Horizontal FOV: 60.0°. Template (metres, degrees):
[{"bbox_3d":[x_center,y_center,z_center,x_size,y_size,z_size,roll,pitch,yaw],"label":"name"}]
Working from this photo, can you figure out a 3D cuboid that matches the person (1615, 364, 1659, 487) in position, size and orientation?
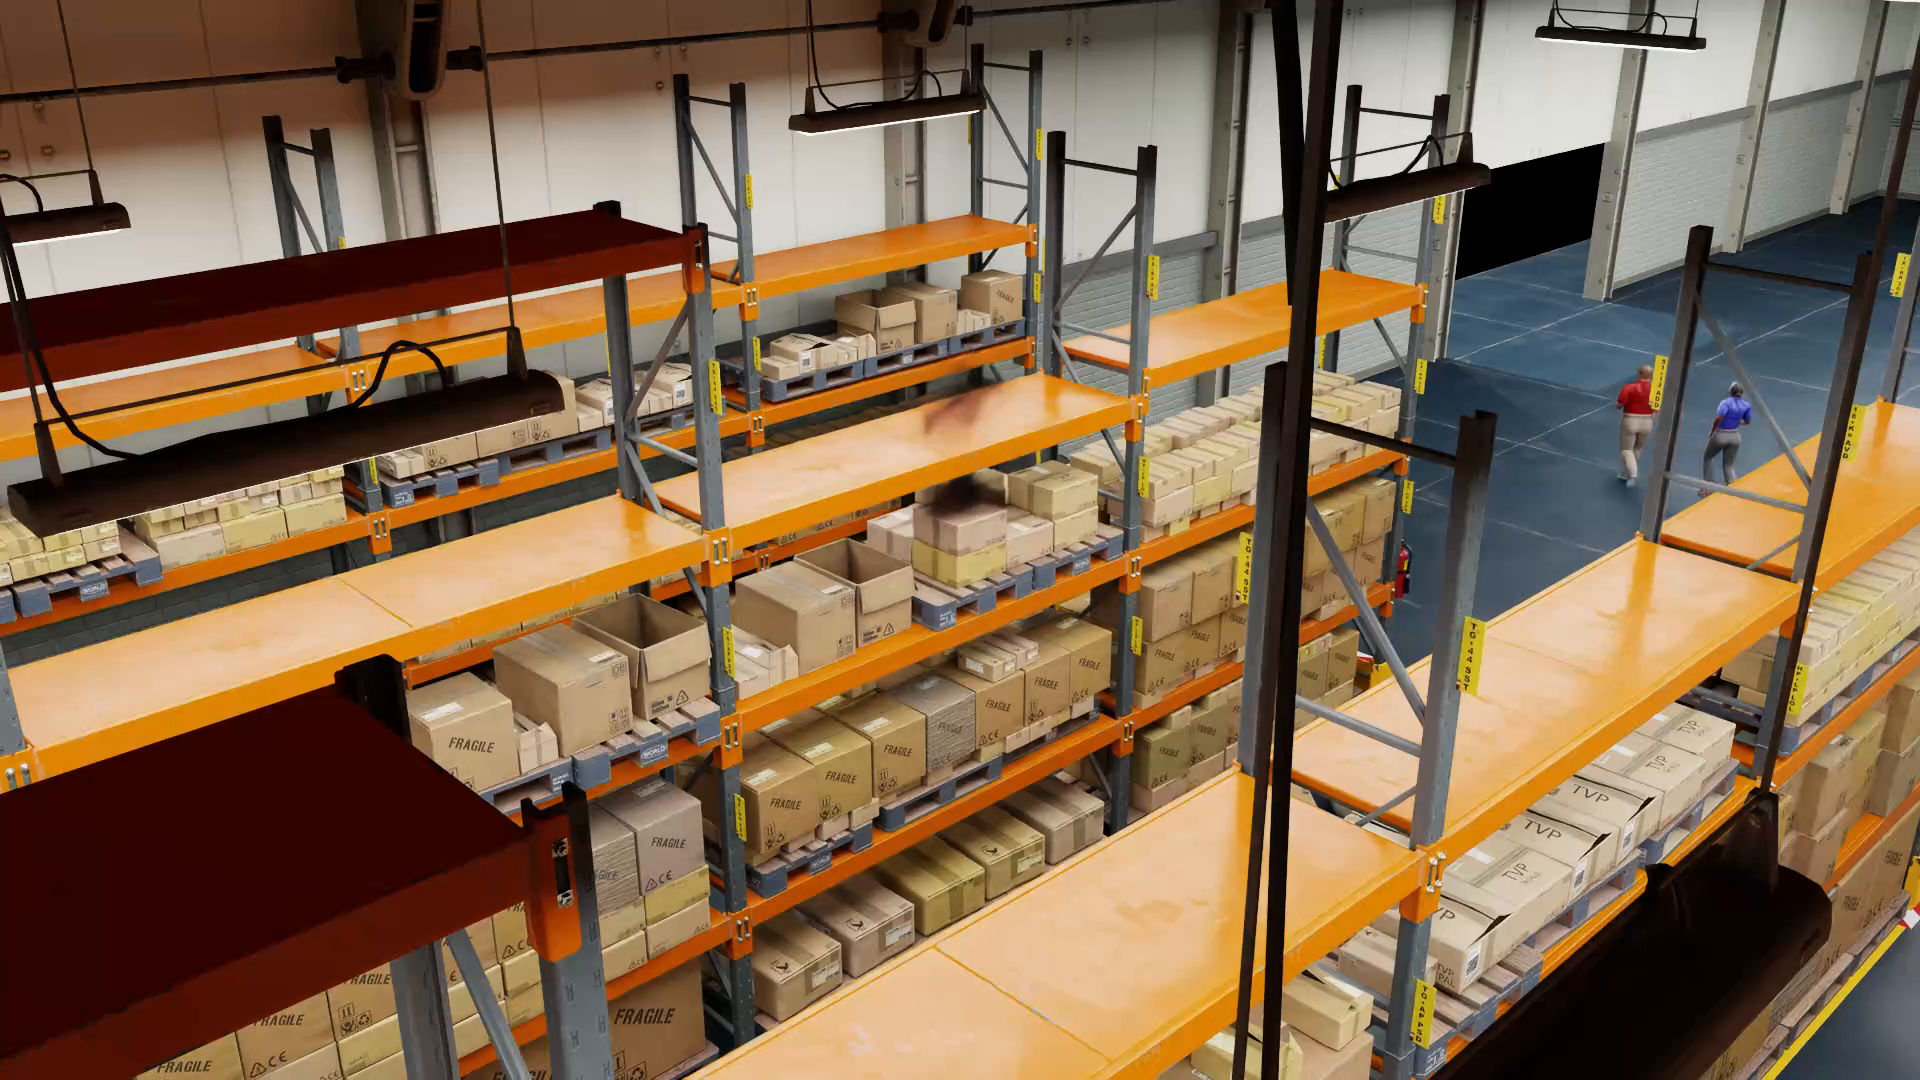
[{"bbox_3d":[9.064,-1.508,22.274,0.664,1.737,0.927,2,23,5],"label":"person"}]

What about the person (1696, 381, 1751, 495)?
[{"bbox_3d":[10.039,-1.254,21.765,0.550,1.709,0.742,1,22,1],"label":"person"}]
